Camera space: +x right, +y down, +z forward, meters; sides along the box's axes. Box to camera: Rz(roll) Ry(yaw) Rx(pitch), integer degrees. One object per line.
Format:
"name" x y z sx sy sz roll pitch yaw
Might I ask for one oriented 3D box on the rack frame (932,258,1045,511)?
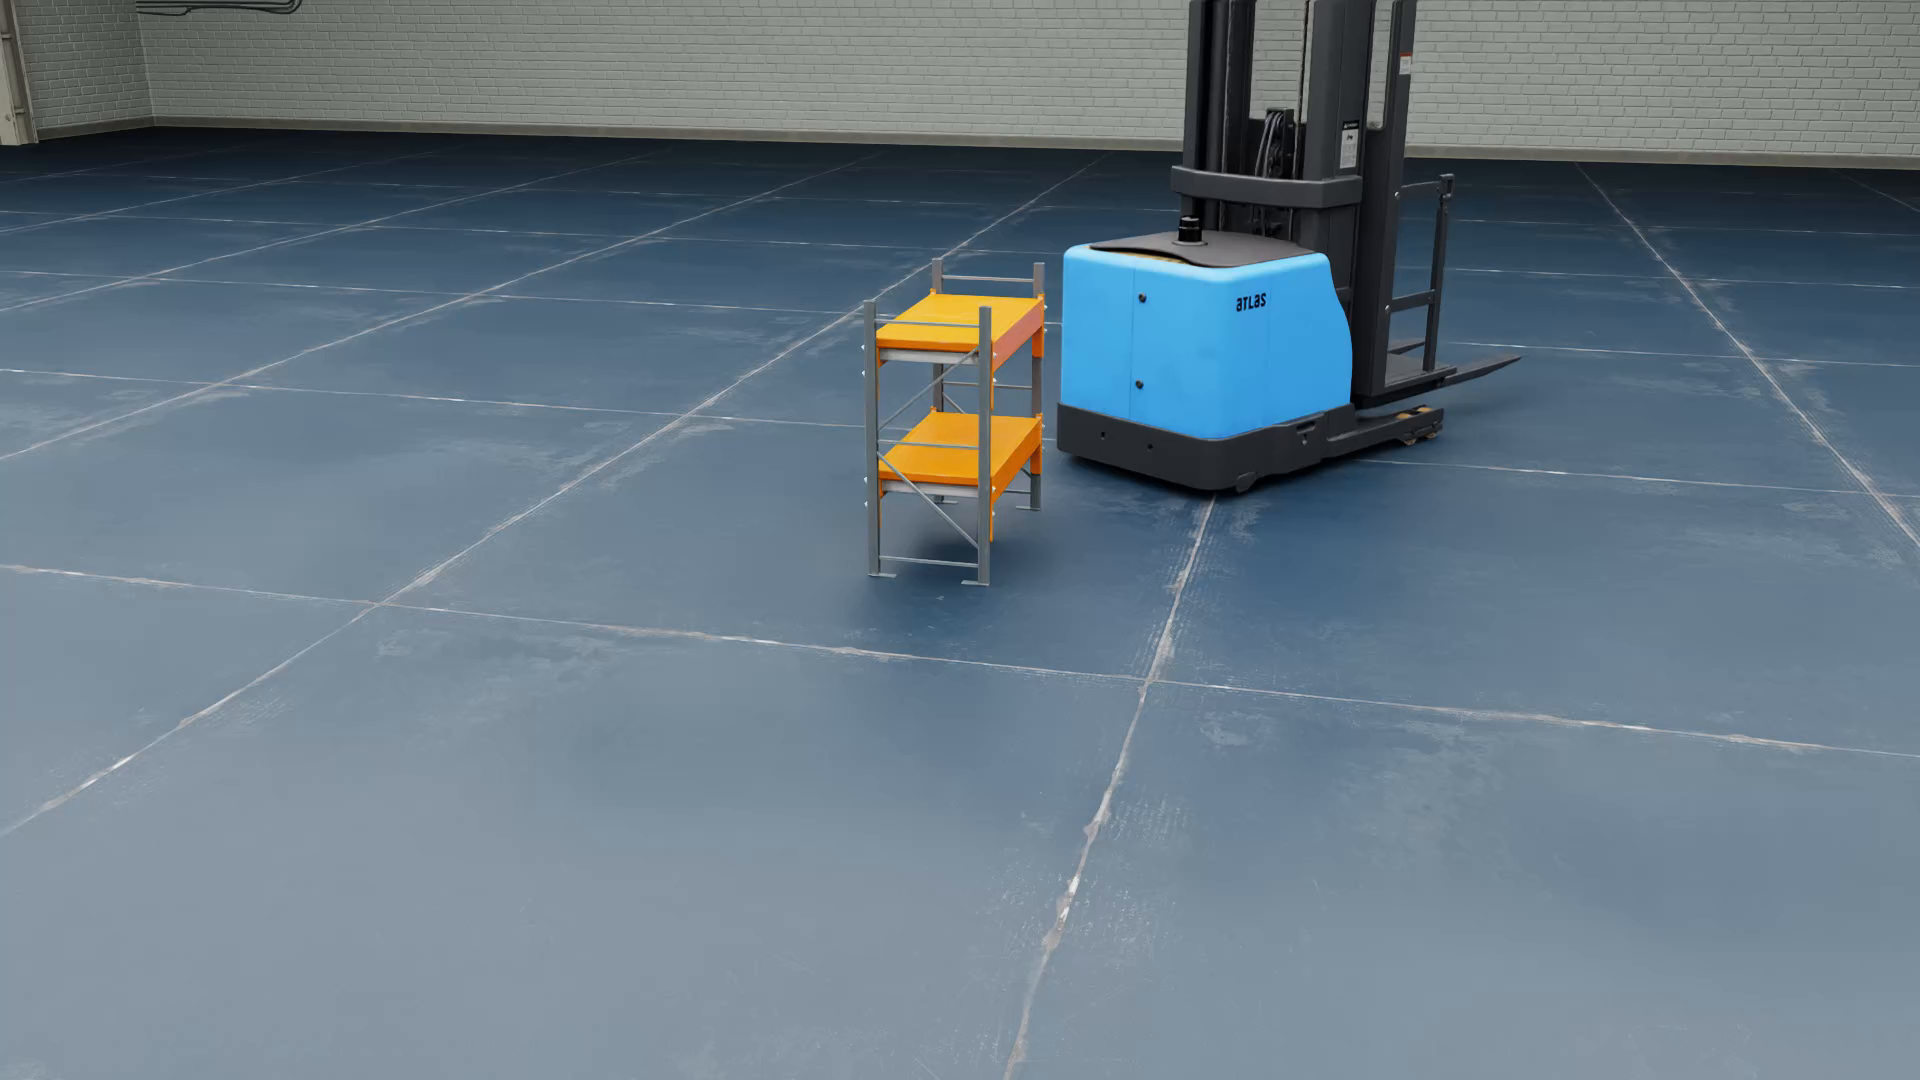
"rack frame" 0.123 -0.690 7.466 0.500 1.125 0.032 5 19 13

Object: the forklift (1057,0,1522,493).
"forklift" 1.909 -1.987 8.472 3.031 2.935 1.130 -17 25 -40

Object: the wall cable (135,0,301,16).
"wall cable" -11.439 -9.270 25.210 3.097 2.526 0.112 5 19 13

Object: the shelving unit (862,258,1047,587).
"shelving unit" -0.002 -0.530 7.000 0.538 1.125 1.048 5 19 13

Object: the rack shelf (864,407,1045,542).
"rack shelf" -0.002 -0.299 7.079 0.538 0.278 1.000 5 19 13

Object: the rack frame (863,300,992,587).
"rack frame" -0.126 -0.371 6.533 0.500 1.125 0.032 5 19 13

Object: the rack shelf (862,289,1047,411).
"rack shelf" -0.002 -0.807 6.905 0.538 0.278 1.000 5 19 13

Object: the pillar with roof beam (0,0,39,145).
"pillar with roof beam" -9.267 -9.581 21.315 9.100 9.000 0.400 5 19 13
